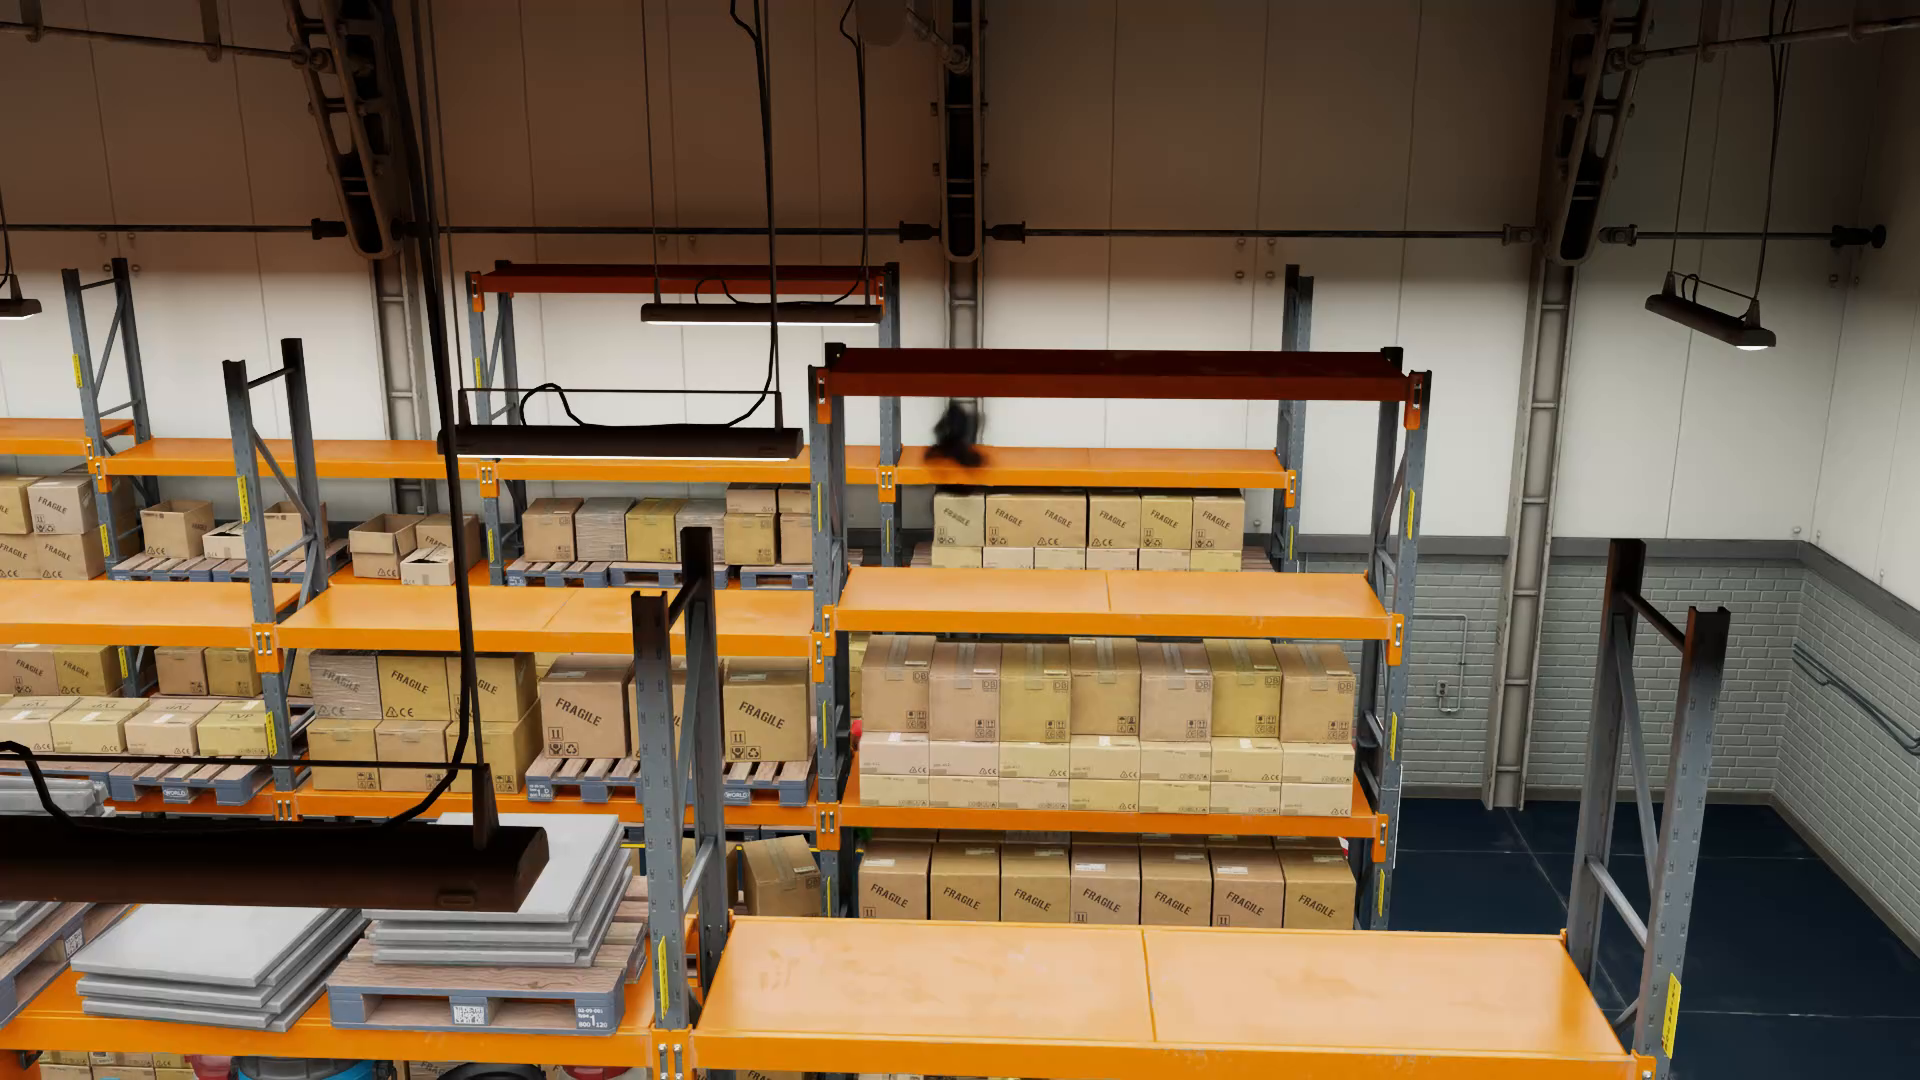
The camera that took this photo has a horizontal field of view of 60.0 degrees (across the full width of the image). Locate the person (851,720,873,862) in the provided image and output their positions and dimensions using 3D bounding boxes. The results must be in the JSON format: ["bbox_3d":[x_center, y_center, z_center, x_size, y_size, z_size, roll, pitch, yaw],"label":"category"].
[{"bbox_3d":[-0.963,2.558,15.741,0.798,1.867,0.669,-2,16,-6],"label":"person"}]
